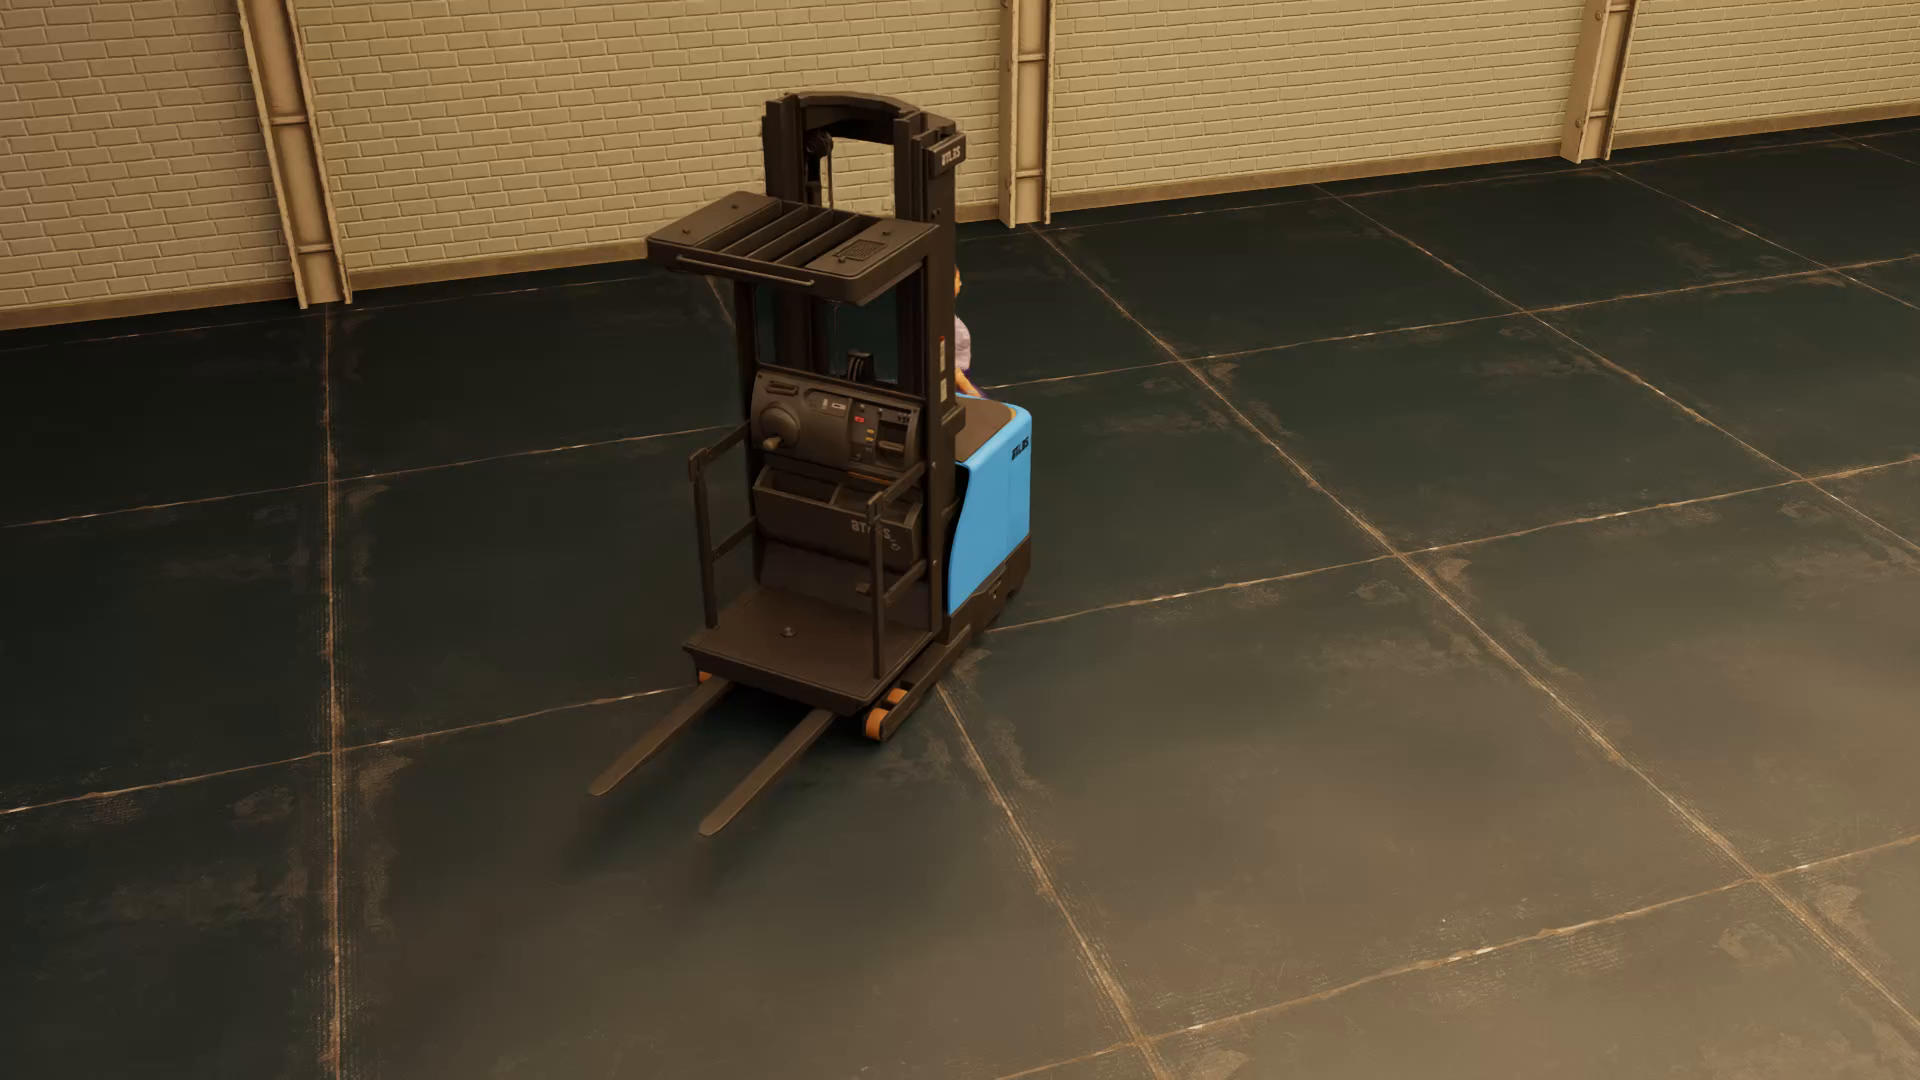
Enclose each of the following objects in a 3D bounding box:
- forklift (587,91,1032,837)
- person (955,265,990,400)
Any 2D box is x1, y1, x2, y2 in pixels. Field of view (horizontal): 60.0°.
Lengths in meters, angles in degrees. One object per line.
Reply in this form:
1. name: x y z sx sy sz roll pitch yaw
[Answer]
1. forklift: -0.713 -0.521 7.992 1.130 2.935 3.031 14 33 23
2. person: 0.003 -0.978 10.195 0.492 1.545 0.868 -8 31 -14
